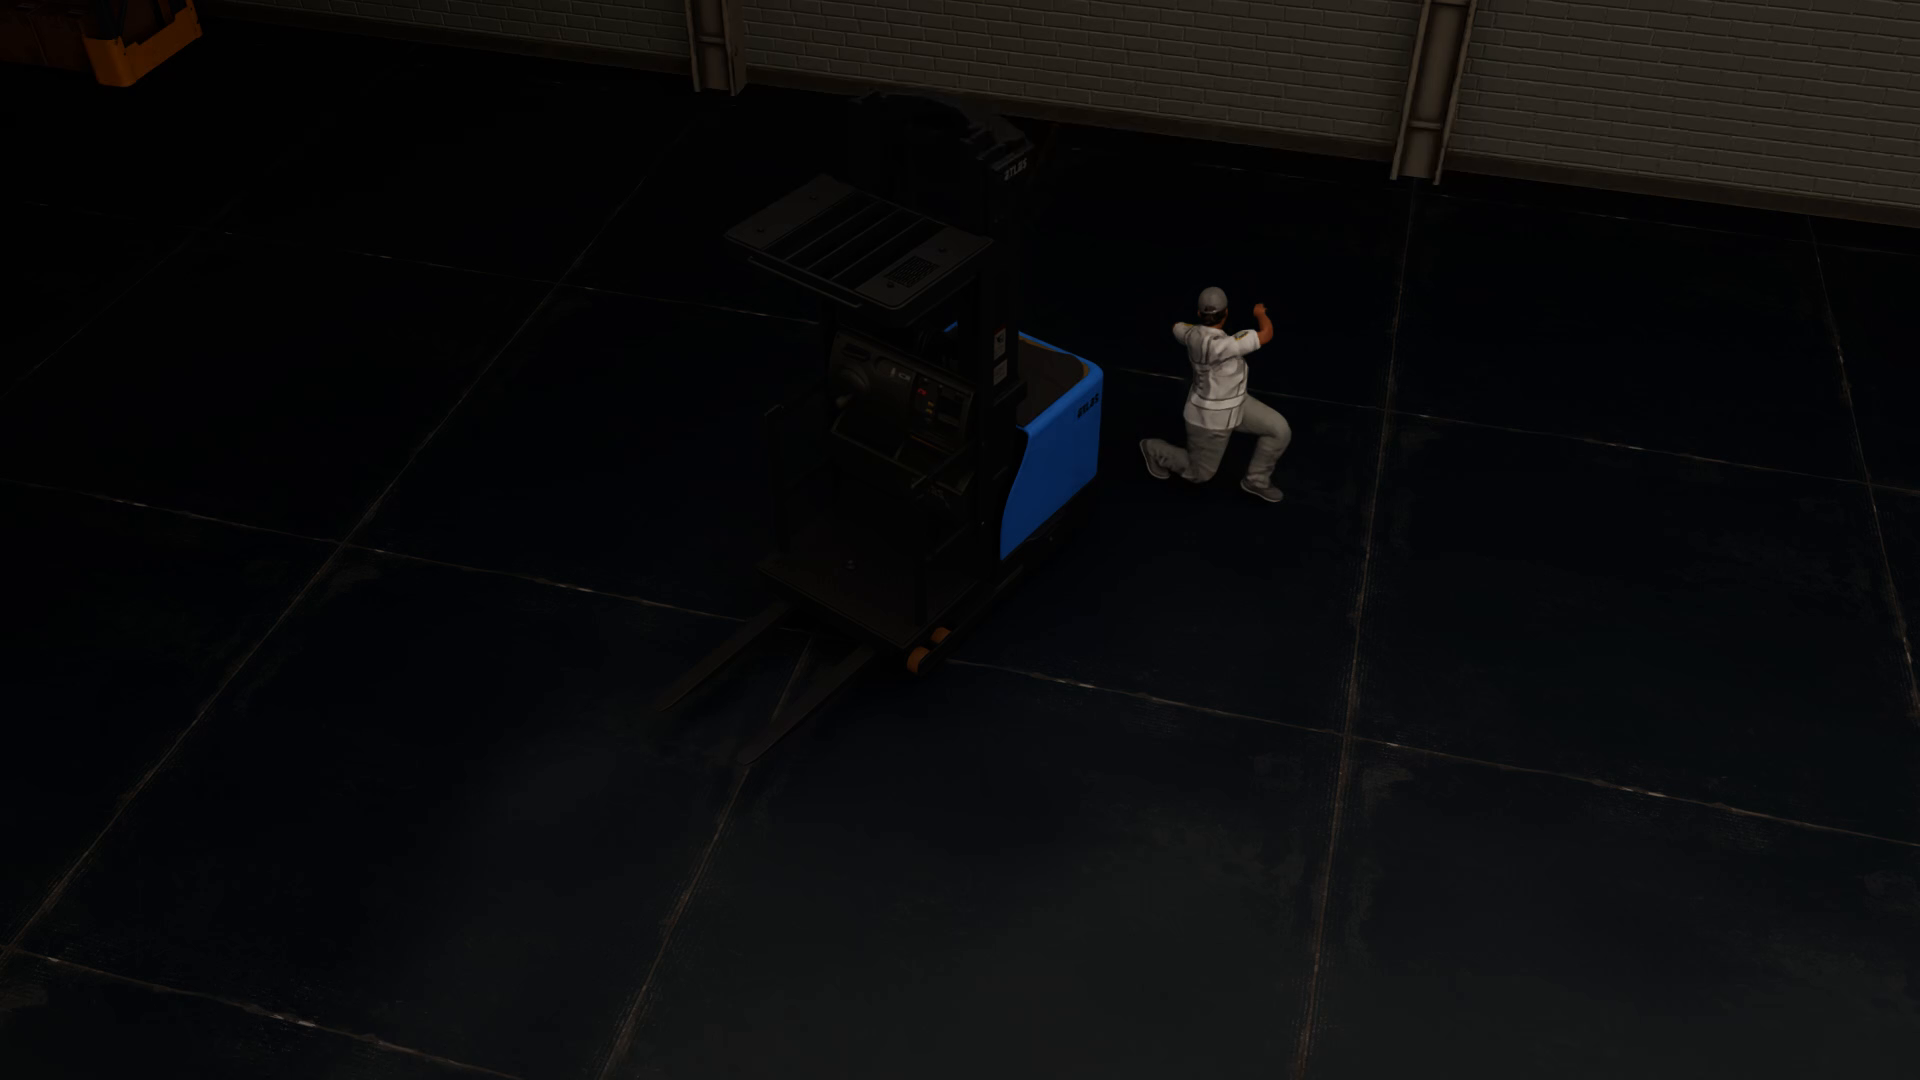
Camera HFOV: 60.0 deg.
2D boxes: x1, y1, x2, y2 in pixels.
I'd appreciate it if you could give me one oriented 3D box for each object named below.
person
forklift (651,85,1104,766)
[{"bbox_3d":[1.613,-0.963,10.147,0.946,1.383,0.857,12,43,13],"label":"person"},{"bbox_3d":[-0.445,-0.716,8.679,1.130,2.935,3.031,27,48,27],"label":"forklift"}]
